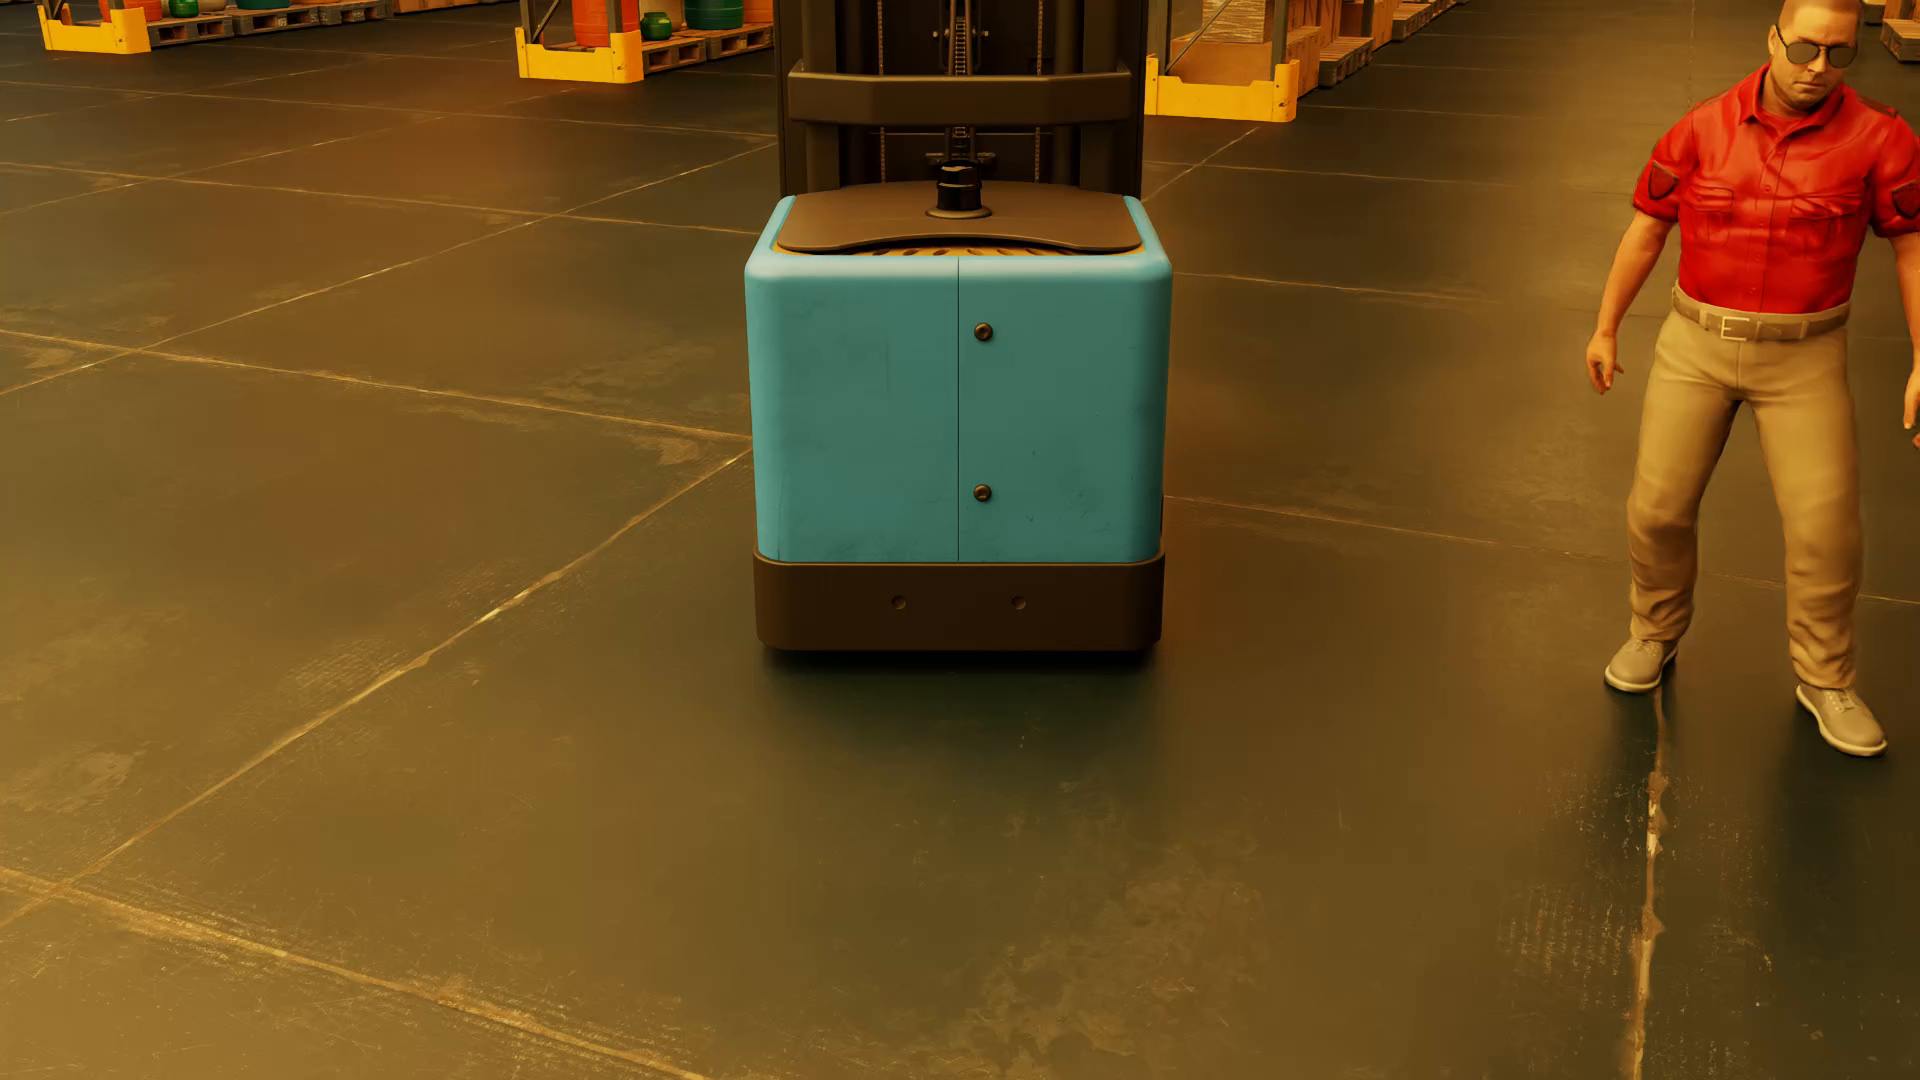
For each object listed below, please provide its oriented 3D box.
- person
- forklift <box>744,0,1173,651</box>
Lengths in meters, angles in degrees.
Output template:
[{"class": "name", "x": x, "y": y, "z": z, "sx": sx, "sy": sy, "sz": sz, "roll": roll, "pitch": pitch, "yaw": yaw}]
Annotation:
[{"class": "person", "x": 1.878, "y": -0.410, "z": 3.872, "sx": 0.842, "sy": 1.702, "sz": 0.382, "roll": 14, "pitch": 26, "yaw": 30}, {"class": "forklift", "x": 0.002, "y": -1.587, "z": 5.089, "sx": 1.130, "sy": 2.935, "sz": 3.031, "roll": 0, "pitch": 23, "yaw": 0}]
